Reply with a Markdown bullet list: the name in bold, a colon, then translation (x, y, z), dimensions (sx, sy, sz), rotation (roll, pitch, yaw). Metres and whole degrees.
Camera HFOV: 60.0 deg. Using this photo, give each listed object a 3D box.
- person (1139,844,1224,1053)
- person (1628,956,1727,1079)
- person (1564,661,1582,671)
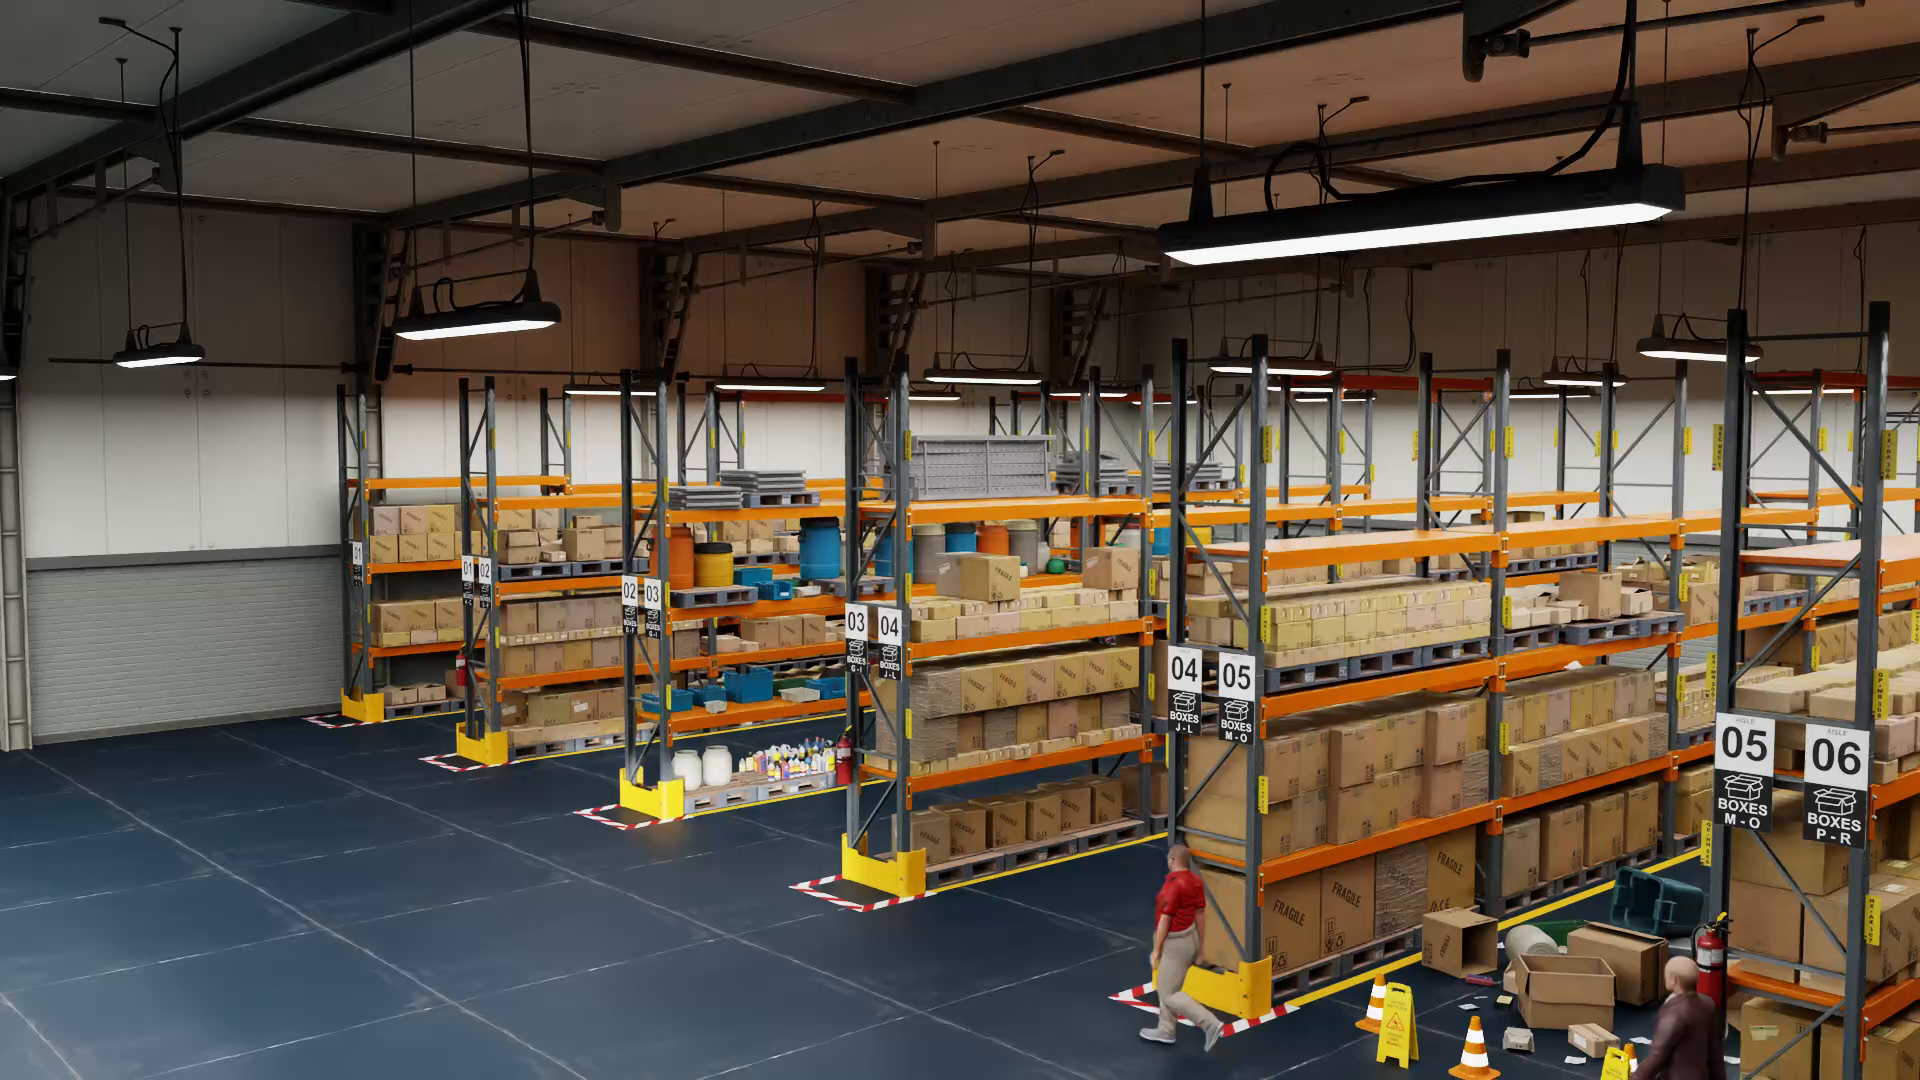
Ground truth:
- **person**: translation (1.827, 3.388, 13.848), dimensions (0.766, 1.712, 0.508), rotation (2, 4, 25)
- **person**: translation (4.605, 3.593, 10.720), dimensions (0.678, 1.851, 0.545), rotation (1, 4, 17)
- **person**: translation (8.956, 2.686, 24.369), dimensions (0.407, 1.826, 0.554), rotation (1, 4, 13)
